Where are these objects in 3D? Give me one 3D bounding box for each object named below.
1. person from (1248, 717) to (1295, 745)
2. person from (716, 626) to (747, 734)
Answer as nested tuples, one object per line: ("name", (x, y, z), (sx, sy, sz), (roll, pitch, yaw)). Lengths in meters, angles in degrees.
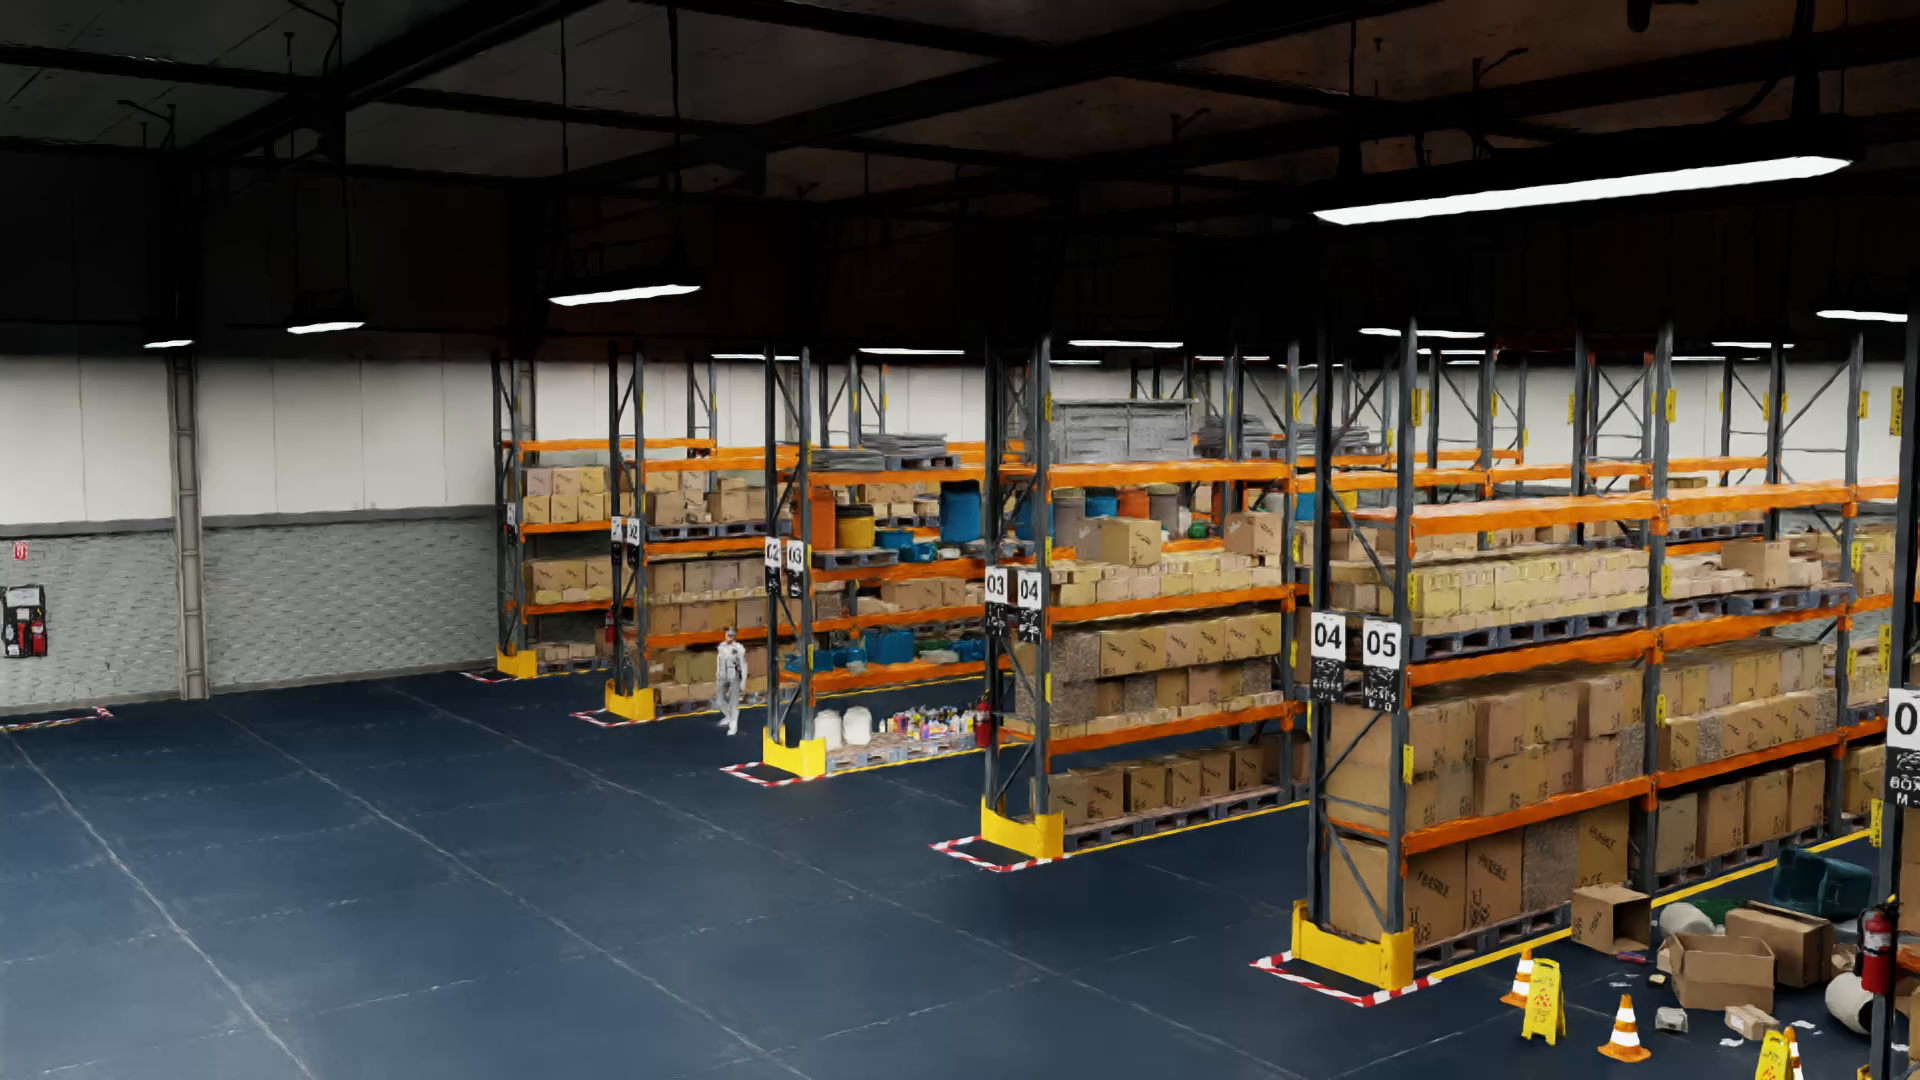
("person", (4.404, 2.263, 23.509), (1.032, 1.664, 0.538), (-3, 6, -28))
("person", (-3.479, 2.110, 25.381), (0.530, 1.668, 0.519), (1, 5, 16))
